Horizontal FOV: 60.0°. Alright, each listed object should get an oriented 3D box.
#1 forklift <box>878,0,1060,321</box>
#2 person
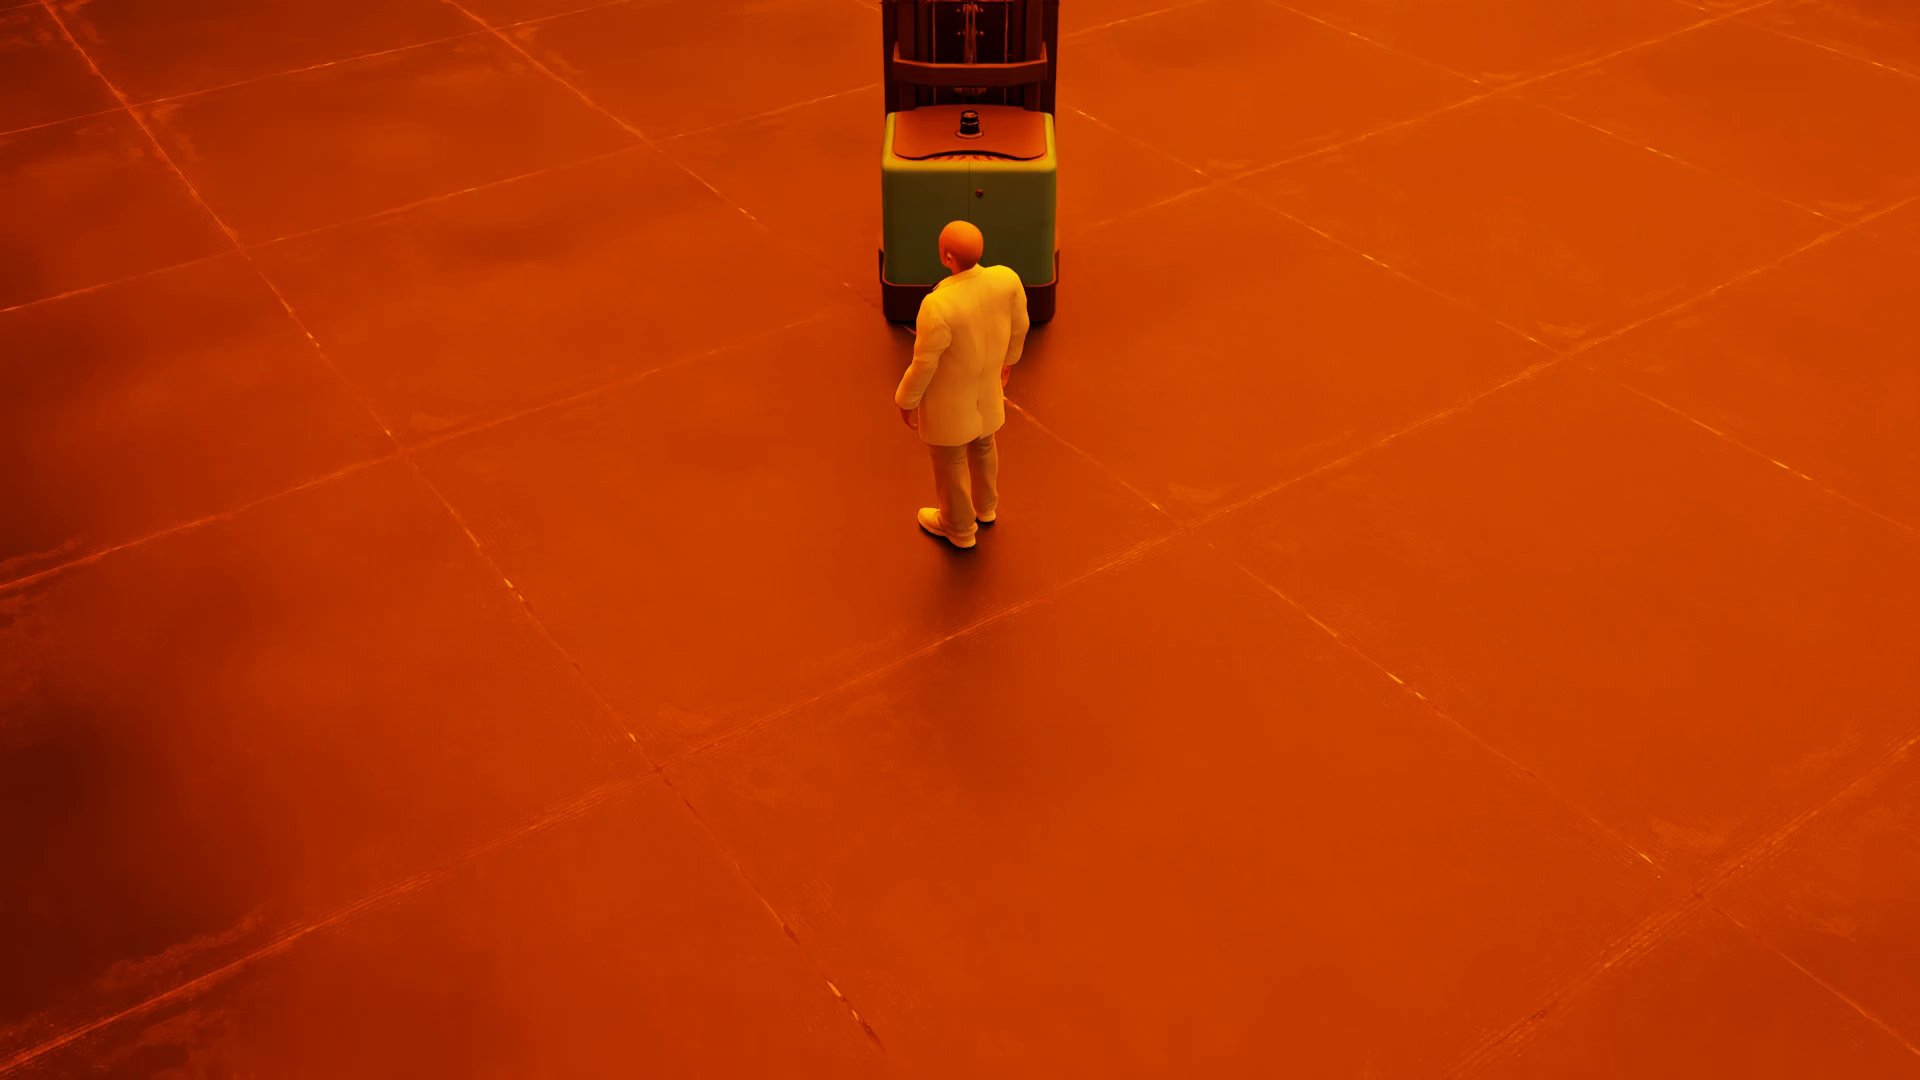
[{"bbox_3d":[0.066,-3.347,10.471,1.130,2.935,3.031,0,36,0],"label":"forklift"},{"bbox_3d":[-0.048,-0.766,7.939,0.696,1.776,0.581,-23,42,-28],"label":"person"}]
